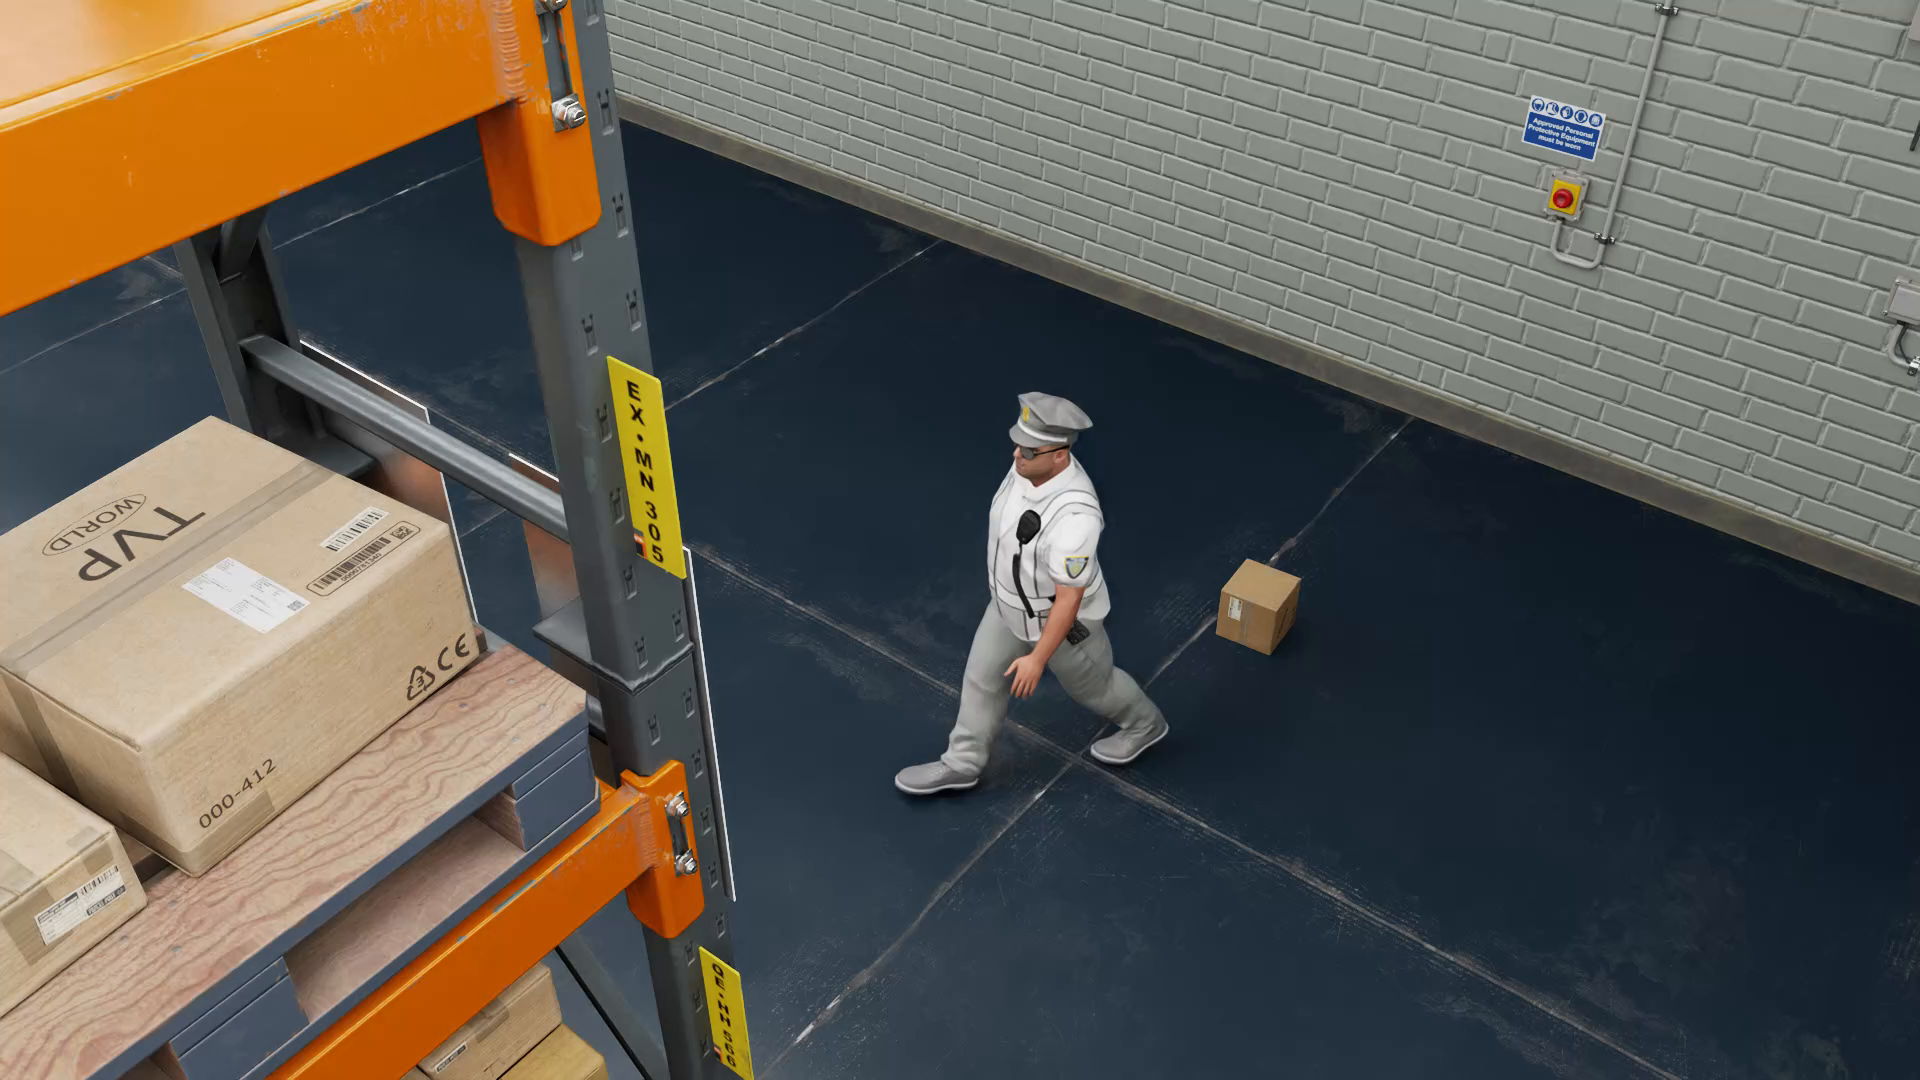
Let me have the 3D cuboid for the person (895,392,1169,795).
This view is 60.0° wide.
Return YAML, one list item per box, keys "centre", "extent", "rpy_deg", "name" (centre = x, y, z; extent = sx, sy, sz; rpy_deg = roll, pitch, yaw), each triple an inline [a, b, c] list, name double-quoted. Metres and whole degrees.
- centre: [0.288, 0.226, 5.860]
  extent: [1.068, 1.725, 0.565]
  rpy_deg: [-17, 42, -20]
  name: "person"
